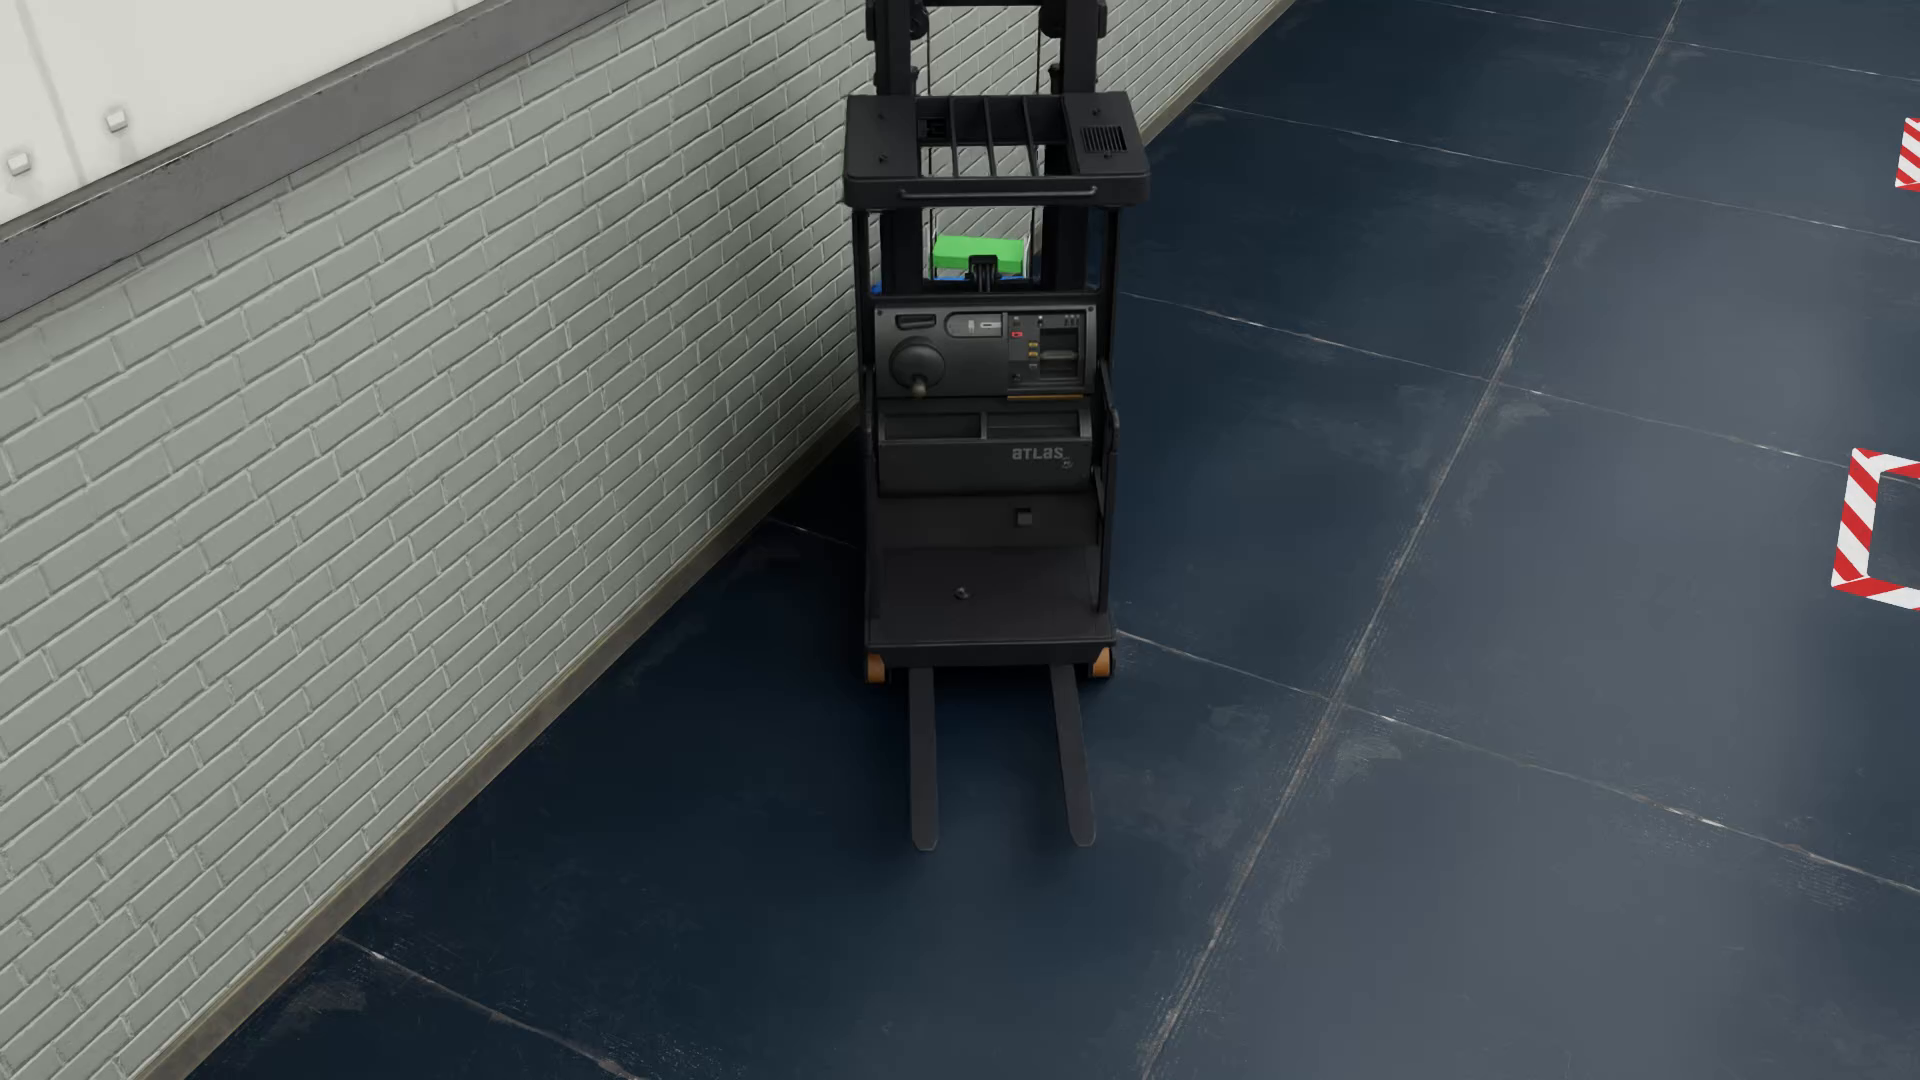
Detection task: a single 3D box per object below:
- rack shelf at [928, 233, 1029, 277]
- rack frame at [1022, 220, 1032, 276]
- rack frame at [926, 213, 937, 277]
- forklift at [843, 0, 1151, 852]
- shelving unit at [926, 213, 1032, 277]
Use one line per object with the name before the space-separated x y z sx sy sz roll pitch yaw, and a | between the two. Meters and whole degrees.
rack shelf | 0.097 -1.427 8.461 0.480 0.148 0.258 5 35 7
rack frame | 0.336 -1.063 8.670 0.015 1.200 0.240 5 35 7
rack frame | -0.146 -1.109 8.729 0.015 1.200 0.240 5 35 7
forklift | 0.117 -0.728 6.804 1.130 2.935 3.031 -1 37 -2
shelving unit | 0.095 -1.086 8.700 0.503 1.200 0.258 5 35 7
